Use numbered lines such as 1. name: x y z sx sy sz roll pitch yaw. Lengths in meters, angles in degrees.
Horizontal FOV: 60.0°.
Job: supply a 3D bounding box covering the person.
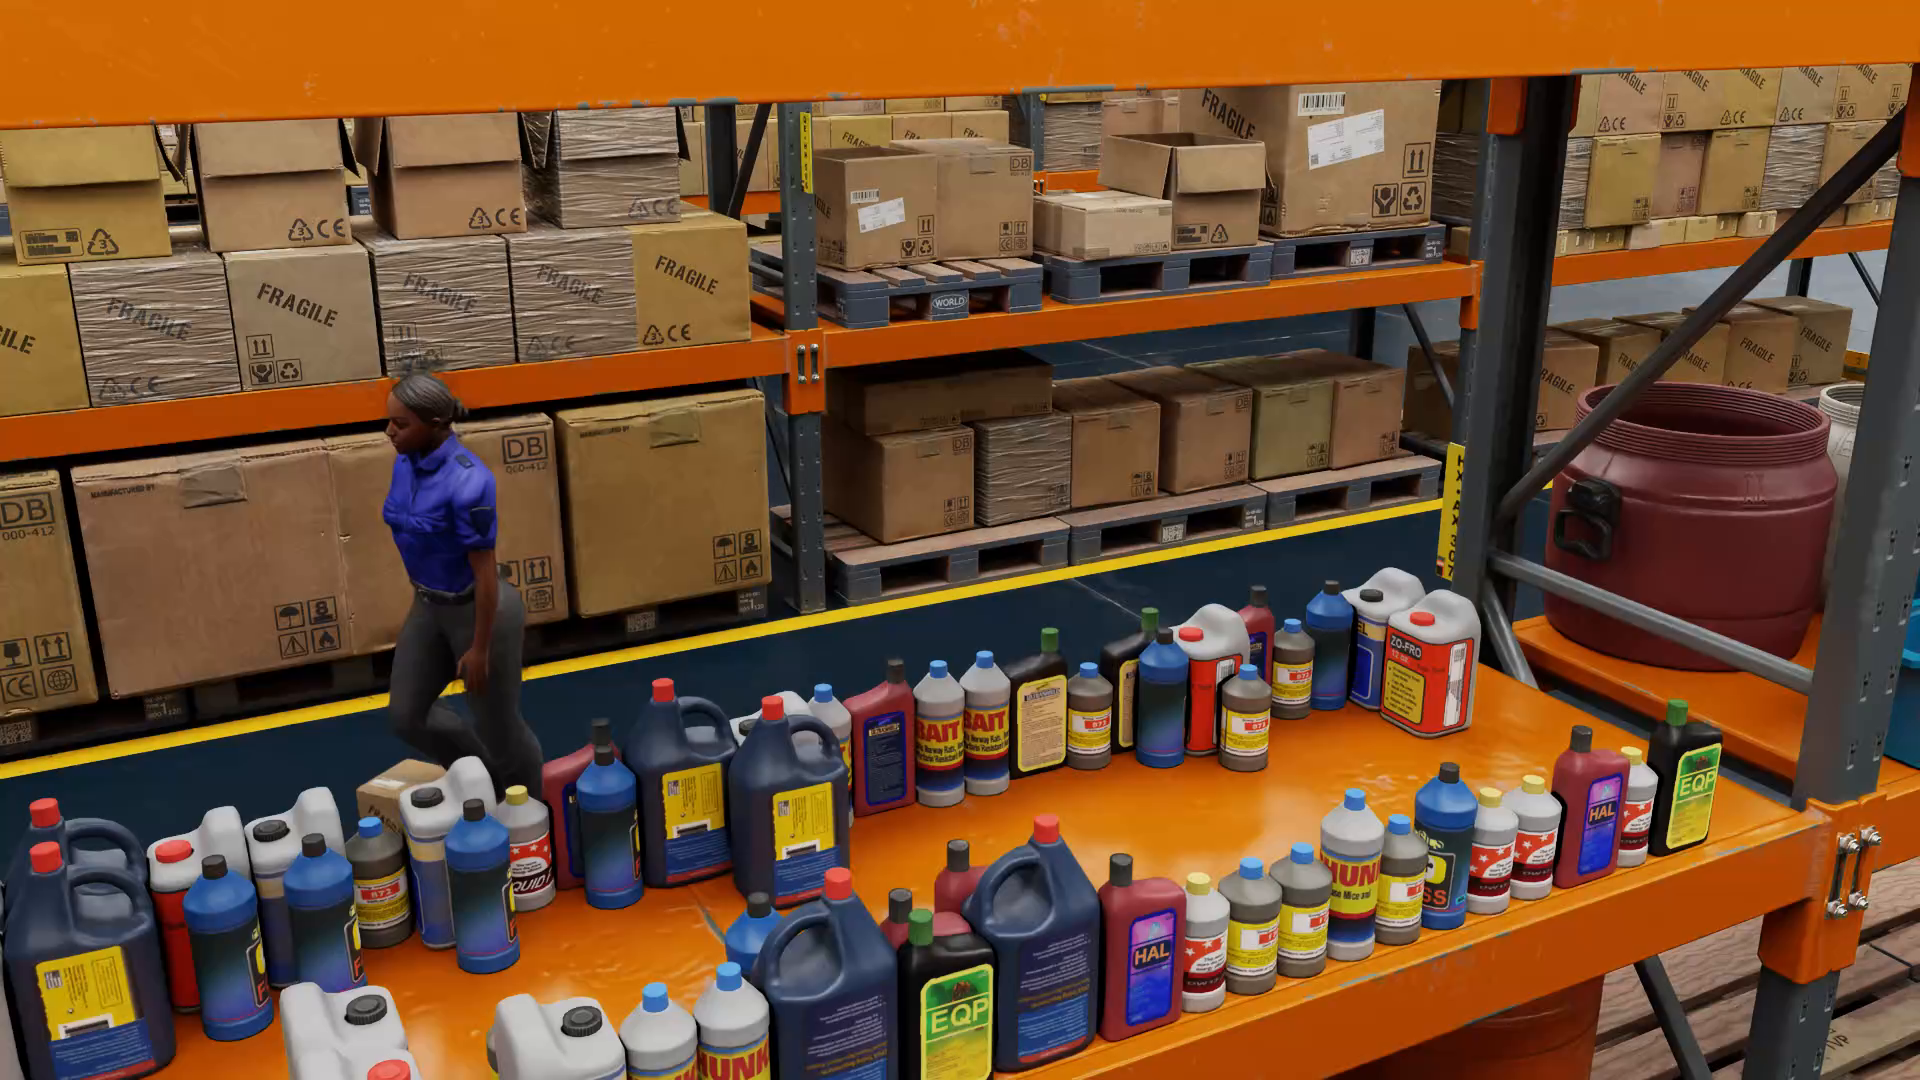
1. person: -1.562 0.255 5.260 0.475 1.660 0.438 13 23 34
